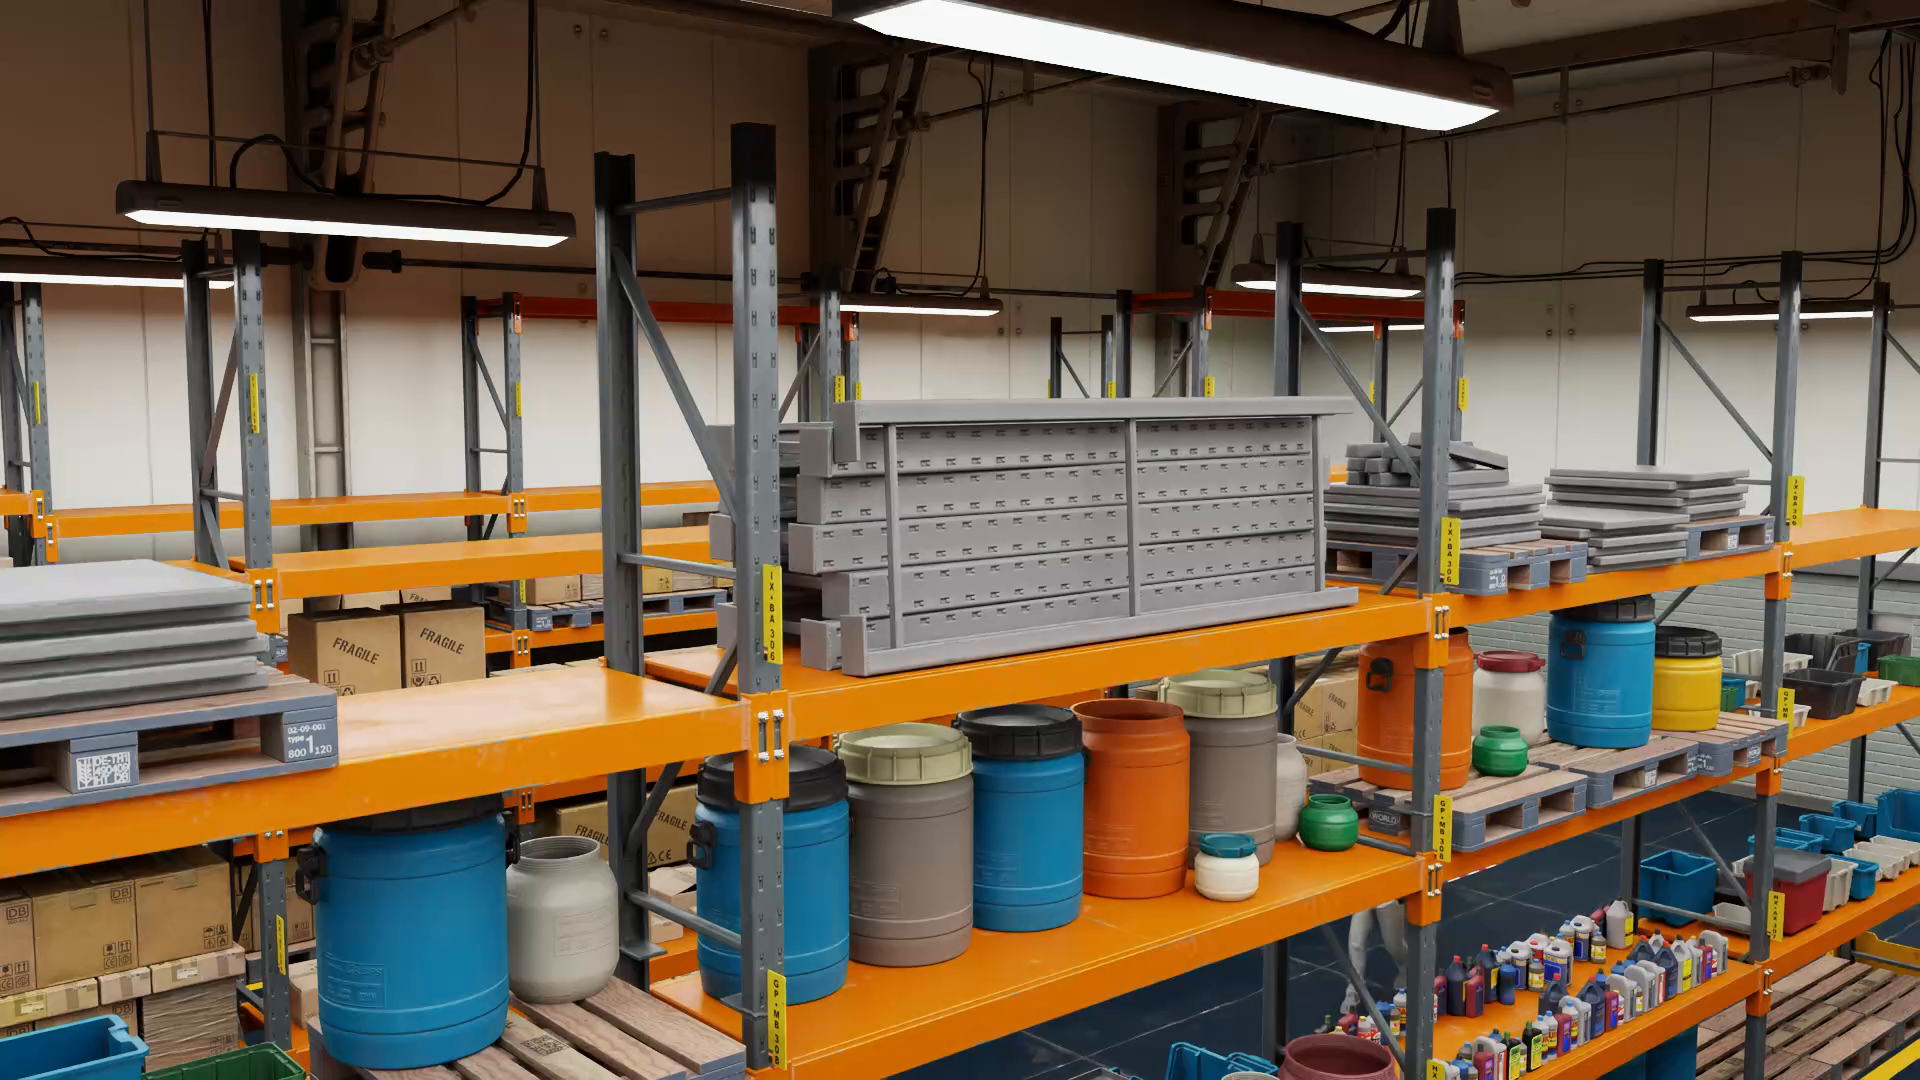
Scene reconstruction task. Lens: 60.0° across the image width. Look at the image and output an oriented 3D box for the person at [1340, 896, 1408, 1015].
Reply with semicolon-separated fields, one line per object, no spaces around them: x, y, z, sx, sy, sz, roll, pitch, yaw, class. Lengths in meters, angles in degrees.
3.471;3.016;13.789;0.601;1.663;0.937;4;7;39;person
